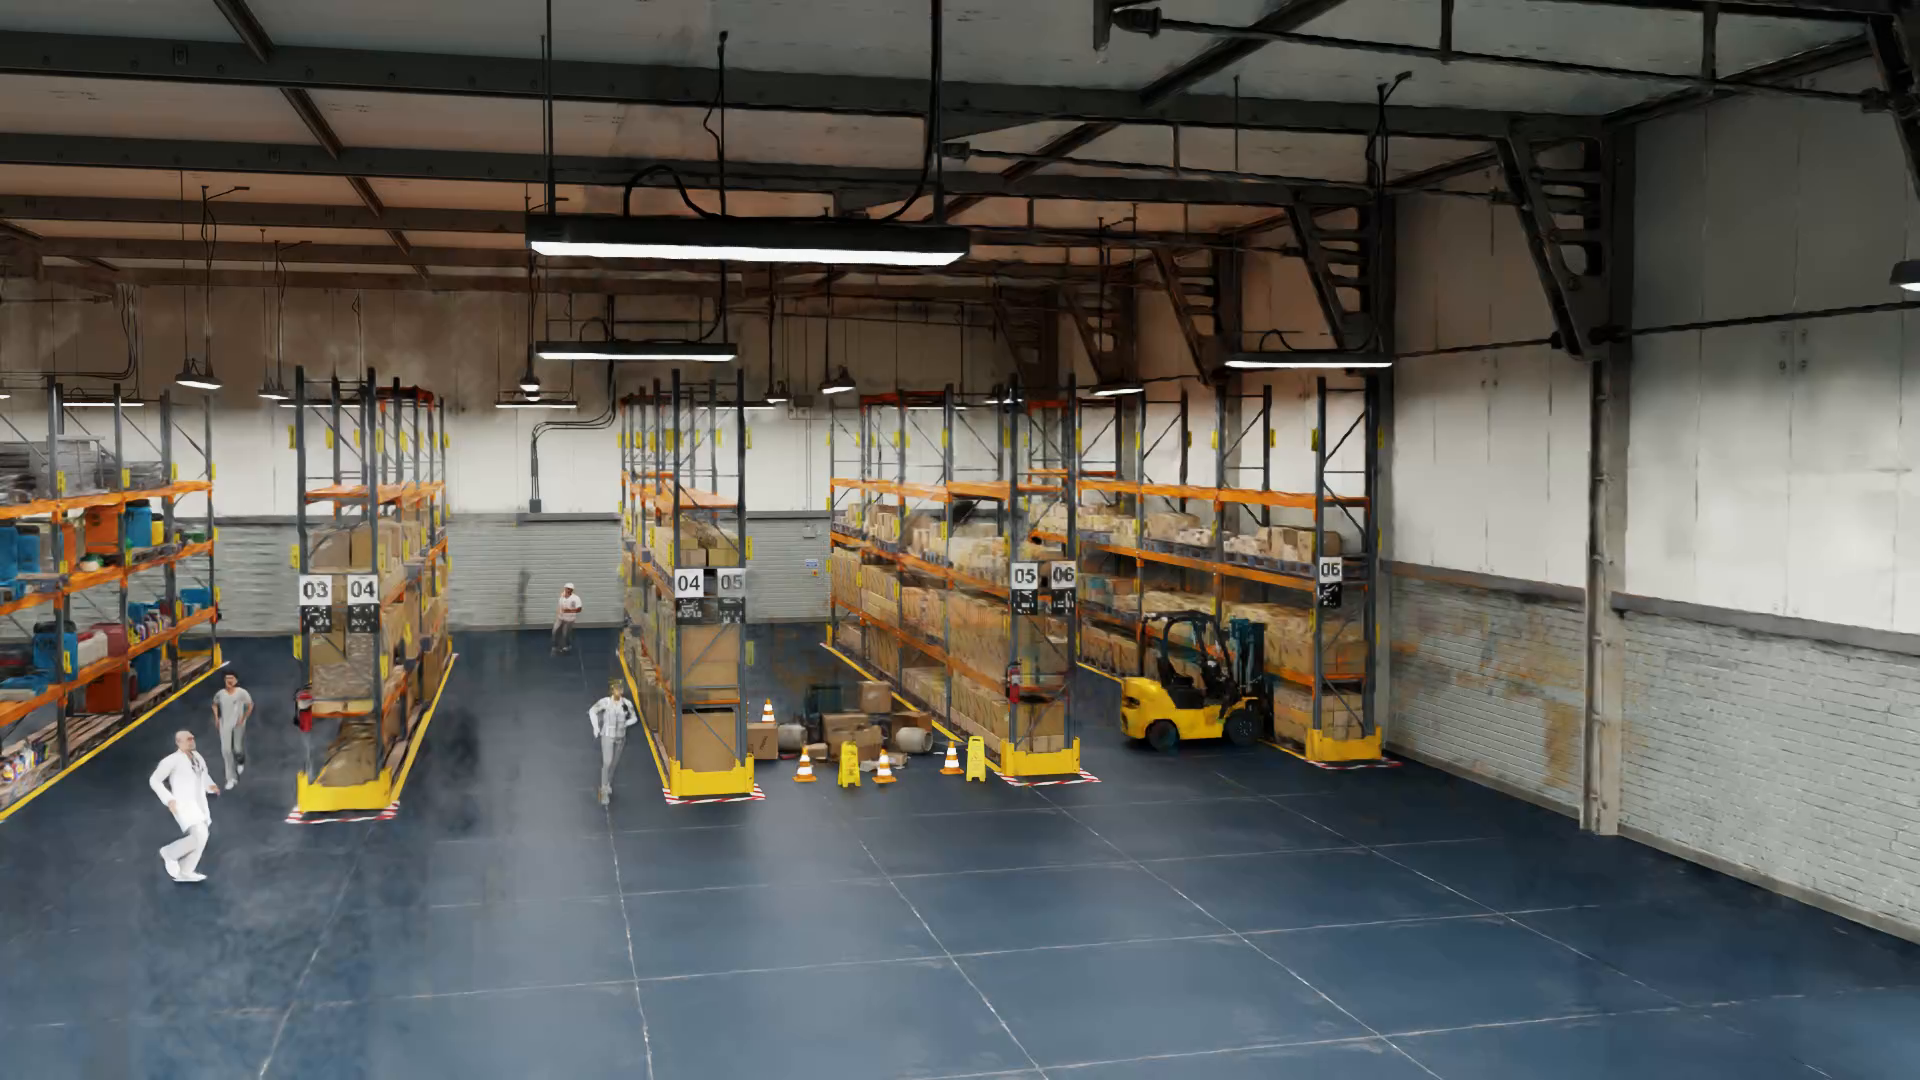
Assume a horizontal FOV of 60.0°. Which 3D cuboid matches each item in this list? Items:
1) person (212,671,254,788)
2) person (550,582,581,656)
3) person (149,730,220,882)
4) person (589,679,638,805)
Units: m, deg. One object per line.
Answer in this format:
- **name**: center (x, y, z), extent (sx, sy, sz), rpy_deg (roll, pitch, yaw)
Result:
- **person**: center (-10.627, 2.734, 24.315), extent (0.579, 1.667, 0.850), rpy_deg (-1, 4, -15)
- **person**: center (-9.142, 1.805, 38.884), extent (0.808, 1.665, 0.682), rpy_deg (1, 4, 21)
- **person**: center (-8.693, 3.019, 18.797), extent (0.624, 1.737, 0.695), rpy_deg (1, 4, 14)
- **person**: center (-4.836, 2.789, 23.266), extent (0.621, 1.732, 0.754), rpy_deg (-2, 4, -28)
